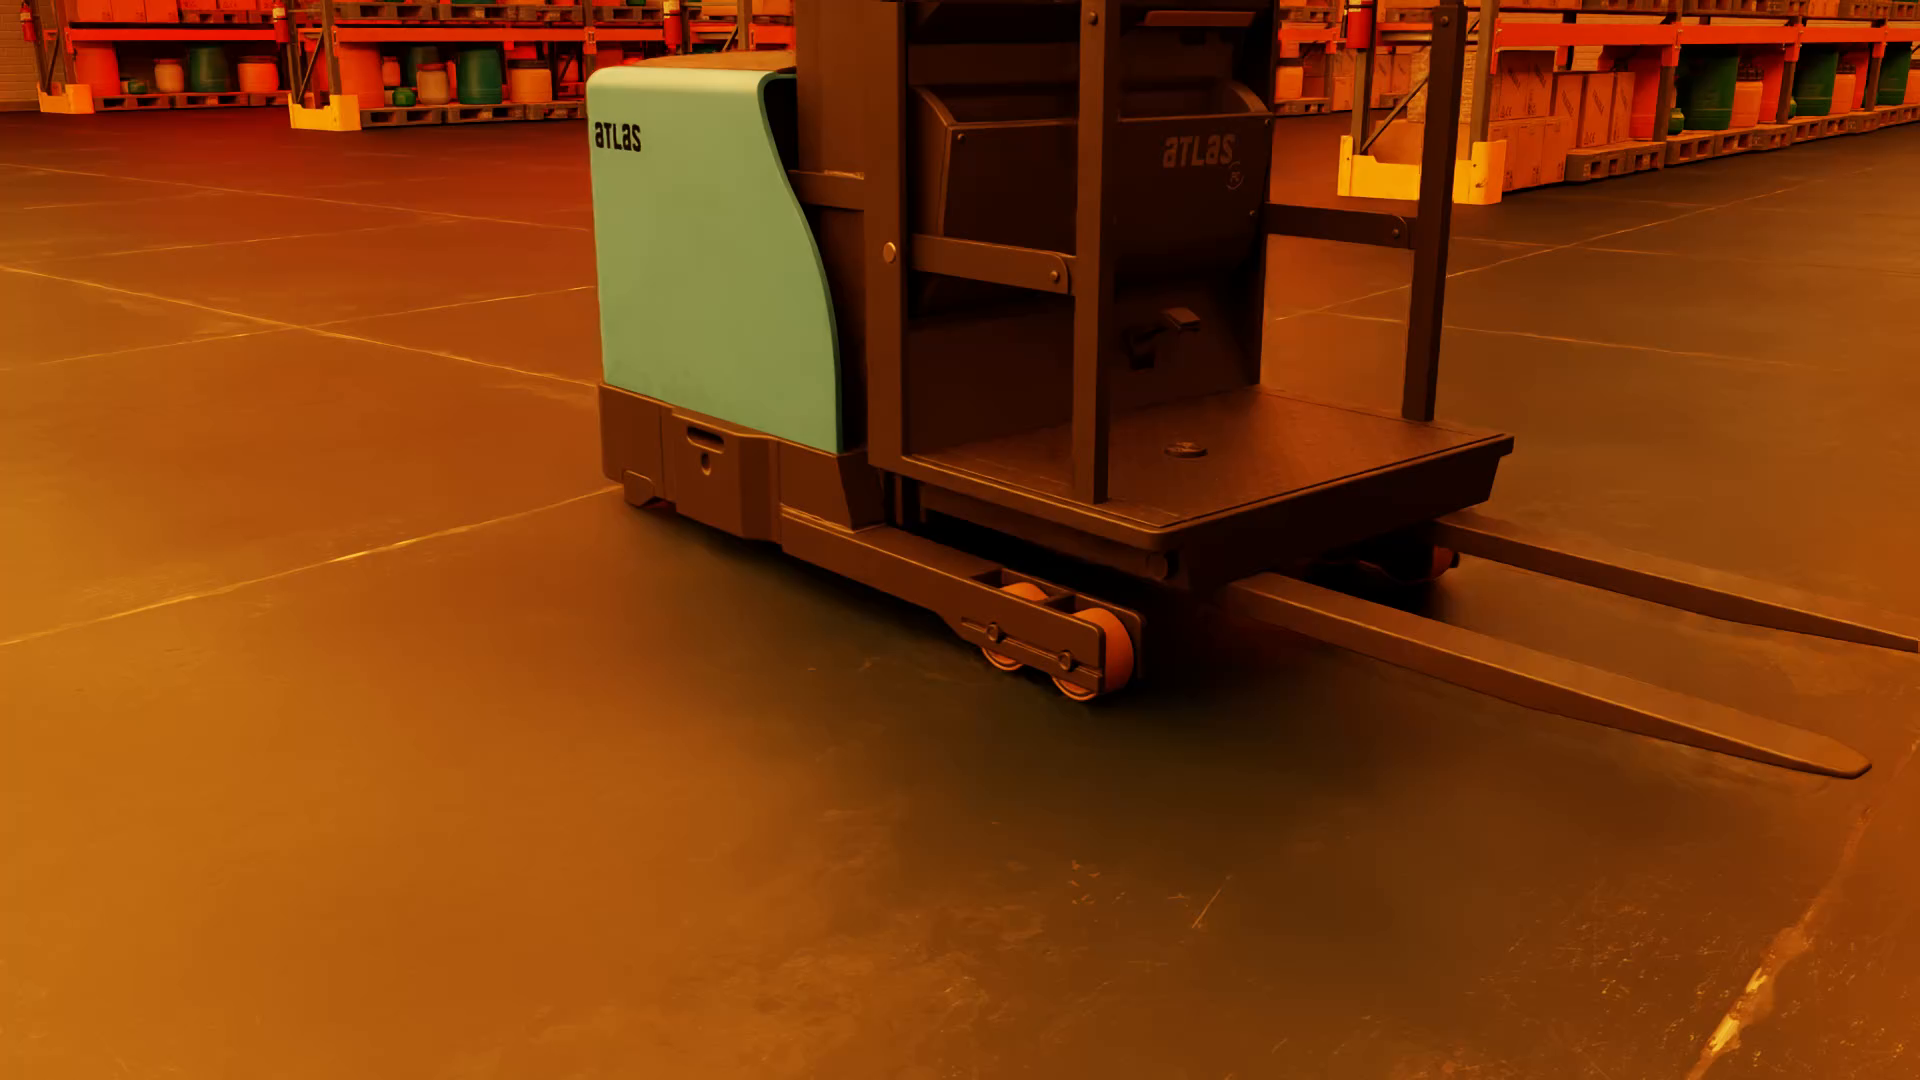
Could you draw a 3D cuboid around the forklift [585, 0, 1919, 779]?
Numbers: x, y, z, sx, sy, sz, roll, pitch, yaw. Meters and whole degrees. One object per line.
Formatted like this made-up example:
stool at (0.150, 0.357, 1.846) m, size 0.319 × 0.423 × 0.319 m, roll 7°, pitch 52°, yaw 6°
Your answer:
forklift at (0.428, -1.278, 3.108) m, size 1.130 × 2.935 × 3.031 m, roll -14°, pitch 22°, yaw -39°
